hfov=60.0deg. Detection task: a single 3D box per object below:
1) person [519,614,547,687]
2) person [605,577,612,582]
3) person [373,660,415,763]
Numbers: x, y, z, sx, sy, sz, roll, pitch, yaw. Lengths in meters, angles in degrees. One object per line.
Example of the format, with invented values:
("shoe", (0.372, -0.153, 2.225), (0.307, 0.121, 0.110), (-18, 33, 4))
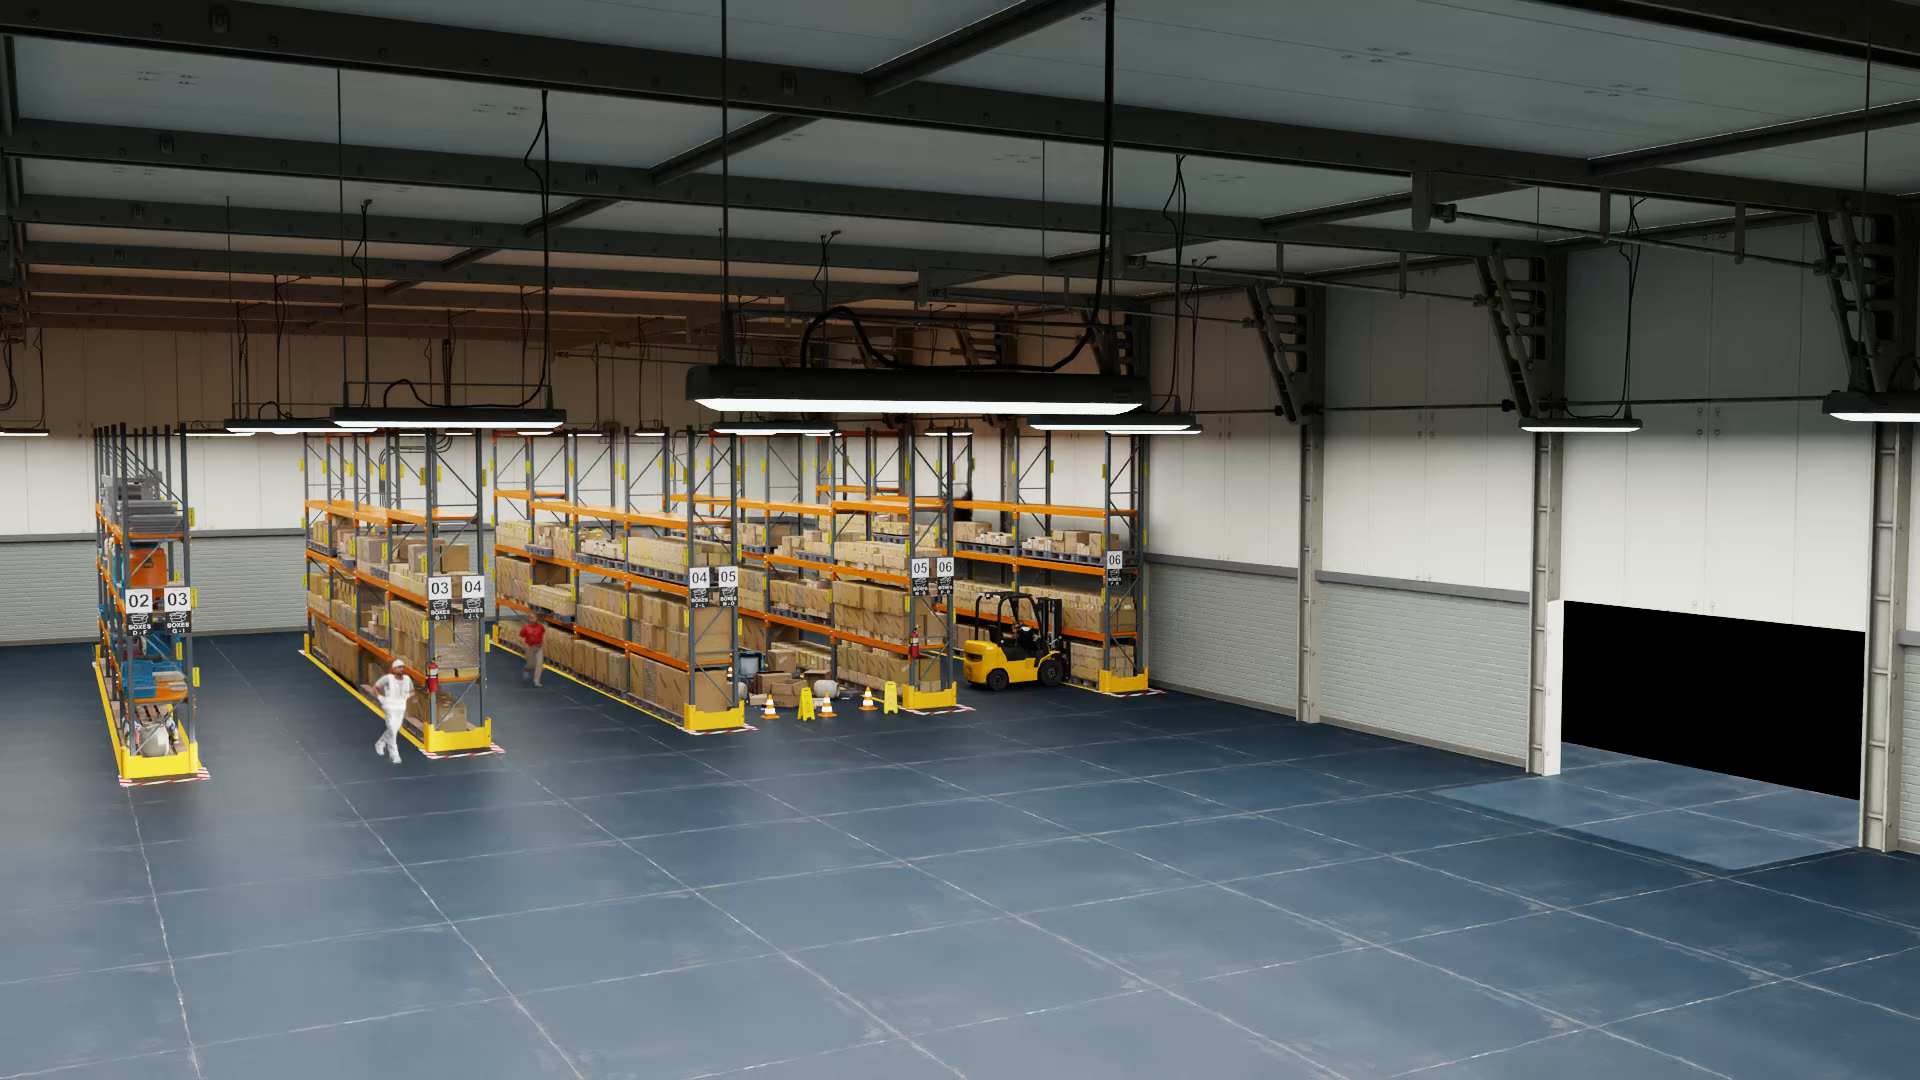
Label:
("person", (-9.886, 2.550, 38.636), (0.677, 1.685, 0.835), (-2, 4, -30))
("person", (-10.435, 1.905, 49.760), (0.610, 1.625, 0.597), (-2, 4, -24))
("person", (-10.124, 3.044, 29.852), (0.921, 1.793, 0.702), (3, 5, 41))
